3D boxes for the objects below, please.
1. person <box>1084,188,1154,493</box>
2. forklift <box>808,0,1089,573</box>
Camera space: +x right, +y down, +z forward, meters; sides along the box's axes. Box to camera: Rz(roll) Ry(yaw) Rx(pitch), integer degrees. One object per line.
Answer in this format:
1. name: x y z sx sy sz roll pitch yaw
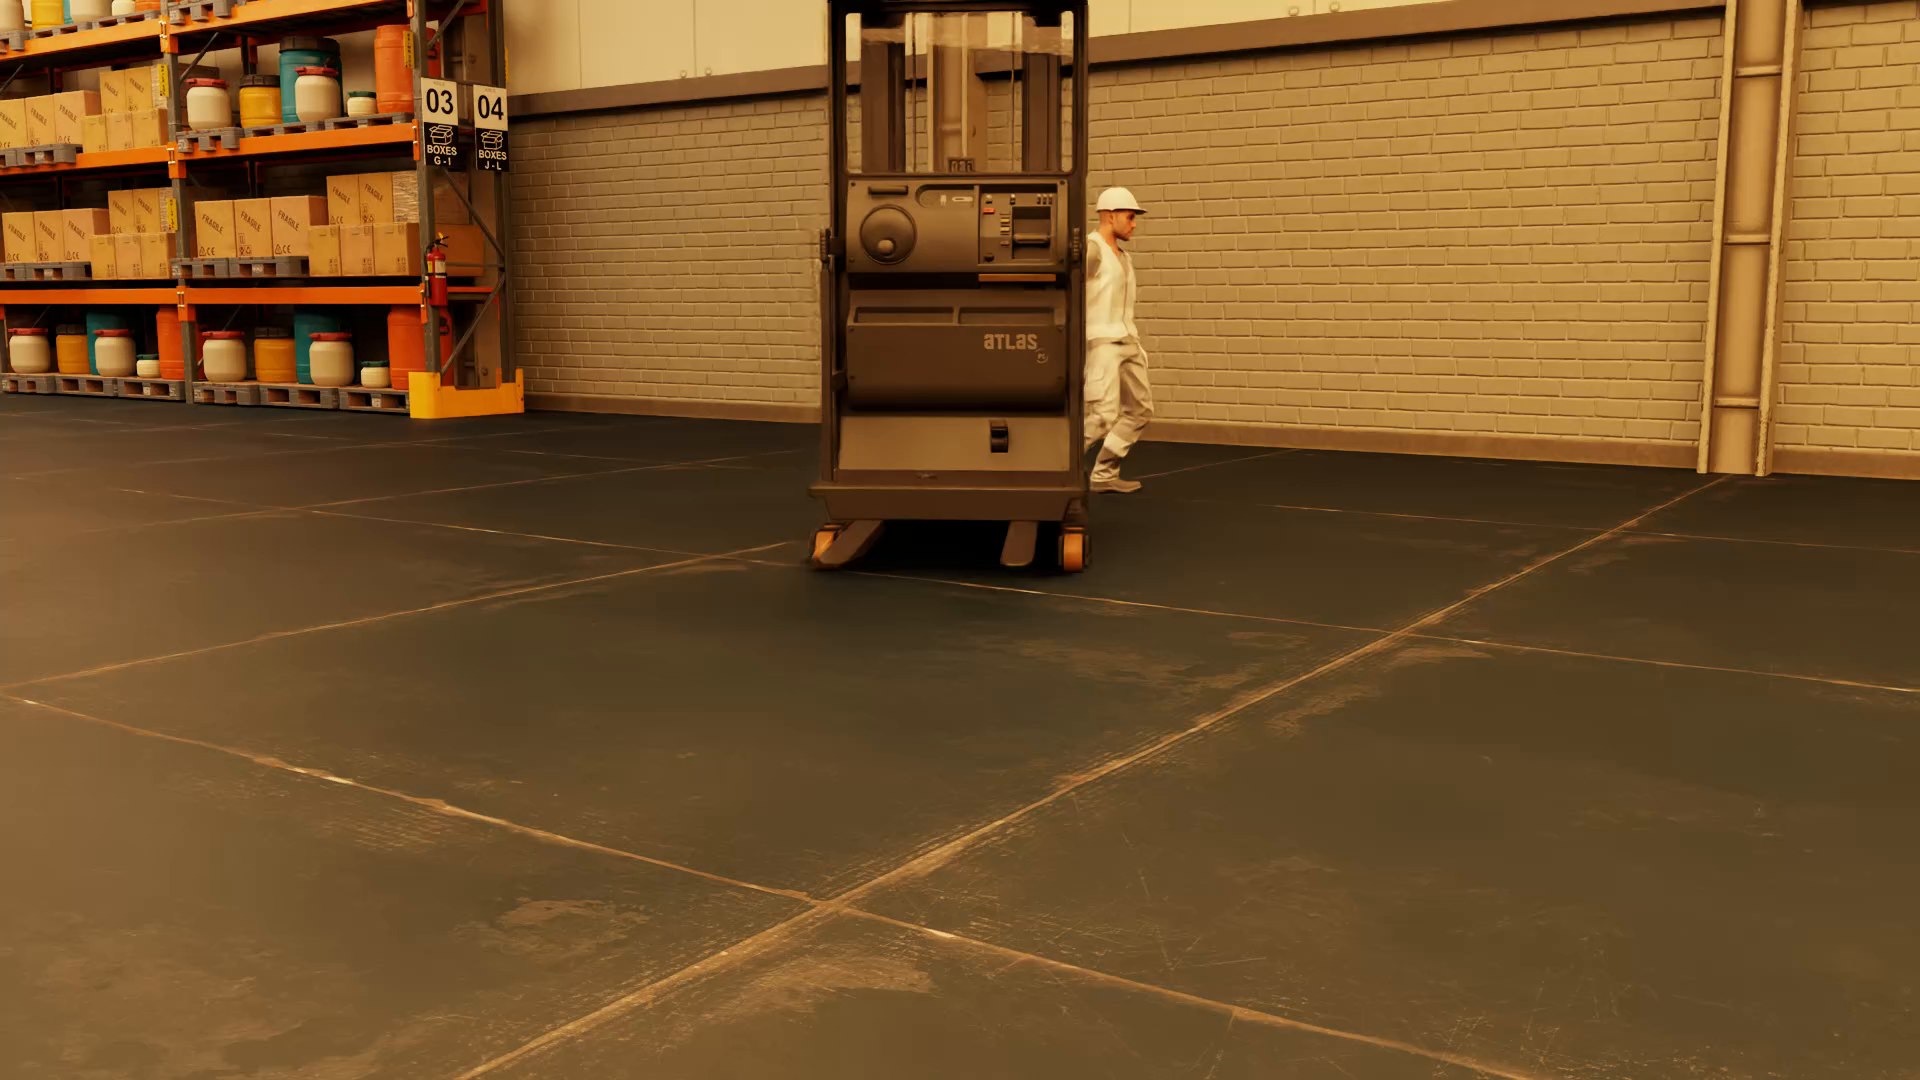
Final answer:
1. person: 0.743 -1.077 9.147 0.469 1.695 0.907 6 10 36
2. forklift: -0.024 -1.364 6.786 1.130 2.935 3.031 1 8 4
